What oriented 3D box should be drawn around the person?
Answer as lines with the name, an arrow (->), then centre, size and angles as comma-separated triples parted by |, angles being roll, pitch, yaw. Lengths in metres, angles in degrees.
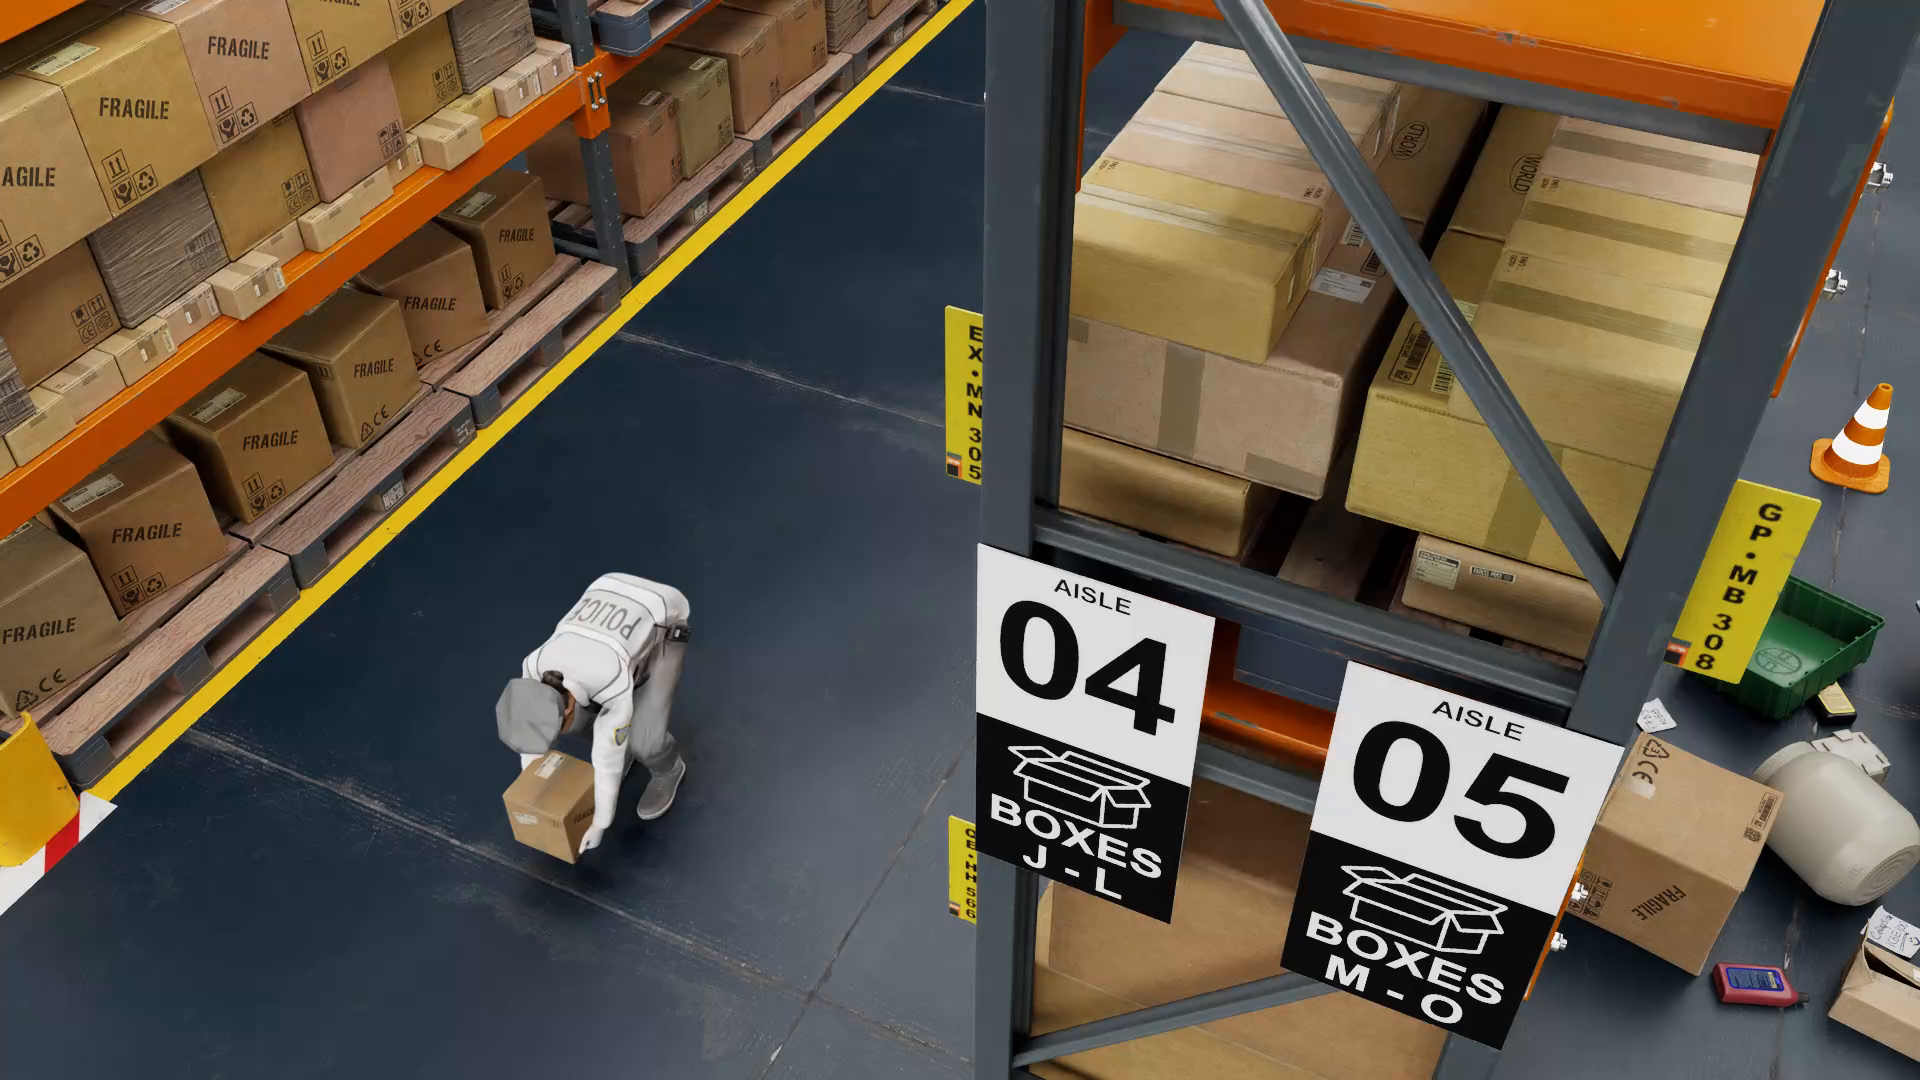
person -> -1.276, 0.639, 5.943 | 0.448, 1.013, 0.921 | 15, 44, 16
